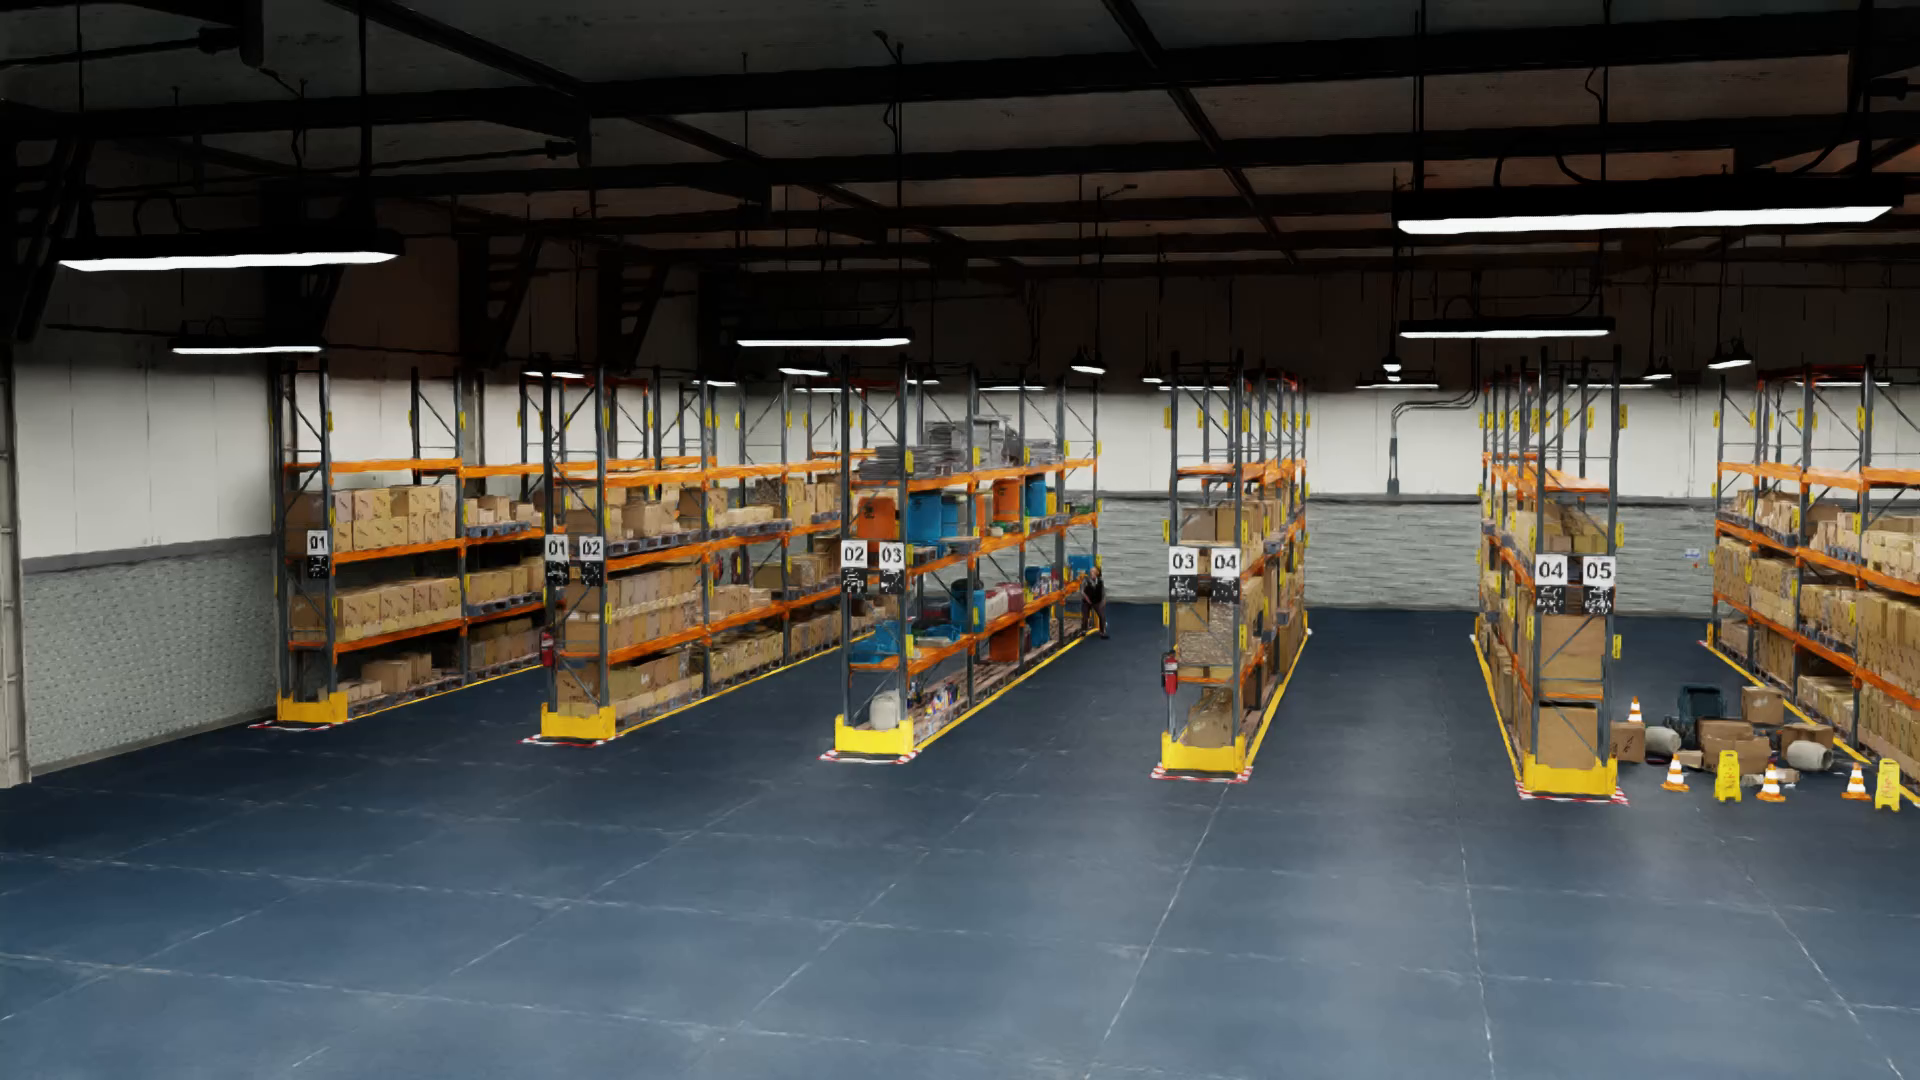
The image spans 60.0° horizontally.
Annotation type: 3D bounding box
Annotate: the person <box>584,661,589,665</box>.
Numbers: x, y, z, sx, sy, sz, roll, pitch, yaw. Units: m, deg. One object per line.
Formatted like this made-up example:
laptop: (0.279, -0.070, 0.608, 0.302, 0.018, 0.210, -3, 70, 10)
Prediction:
person: (-7.391, 1.790, 33.747, 0.592, 1.590, 0.518, 1, 4, 13)

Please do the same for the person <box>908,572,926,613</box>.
person: (-1.150, 1.014, 43.087, 0.465, 1.761, 0.719, 4, 5, 41)

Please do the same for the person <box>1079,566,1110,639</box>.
person: (3.052, 1.423, 38.125, 0.687, 1.658, 0.821, 0, 4, -4)

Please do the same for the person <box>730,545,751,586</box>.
person: (-5.830, 0.901, 44.499, 0.776, 1.772, 0.578, -3, 5, -37)
